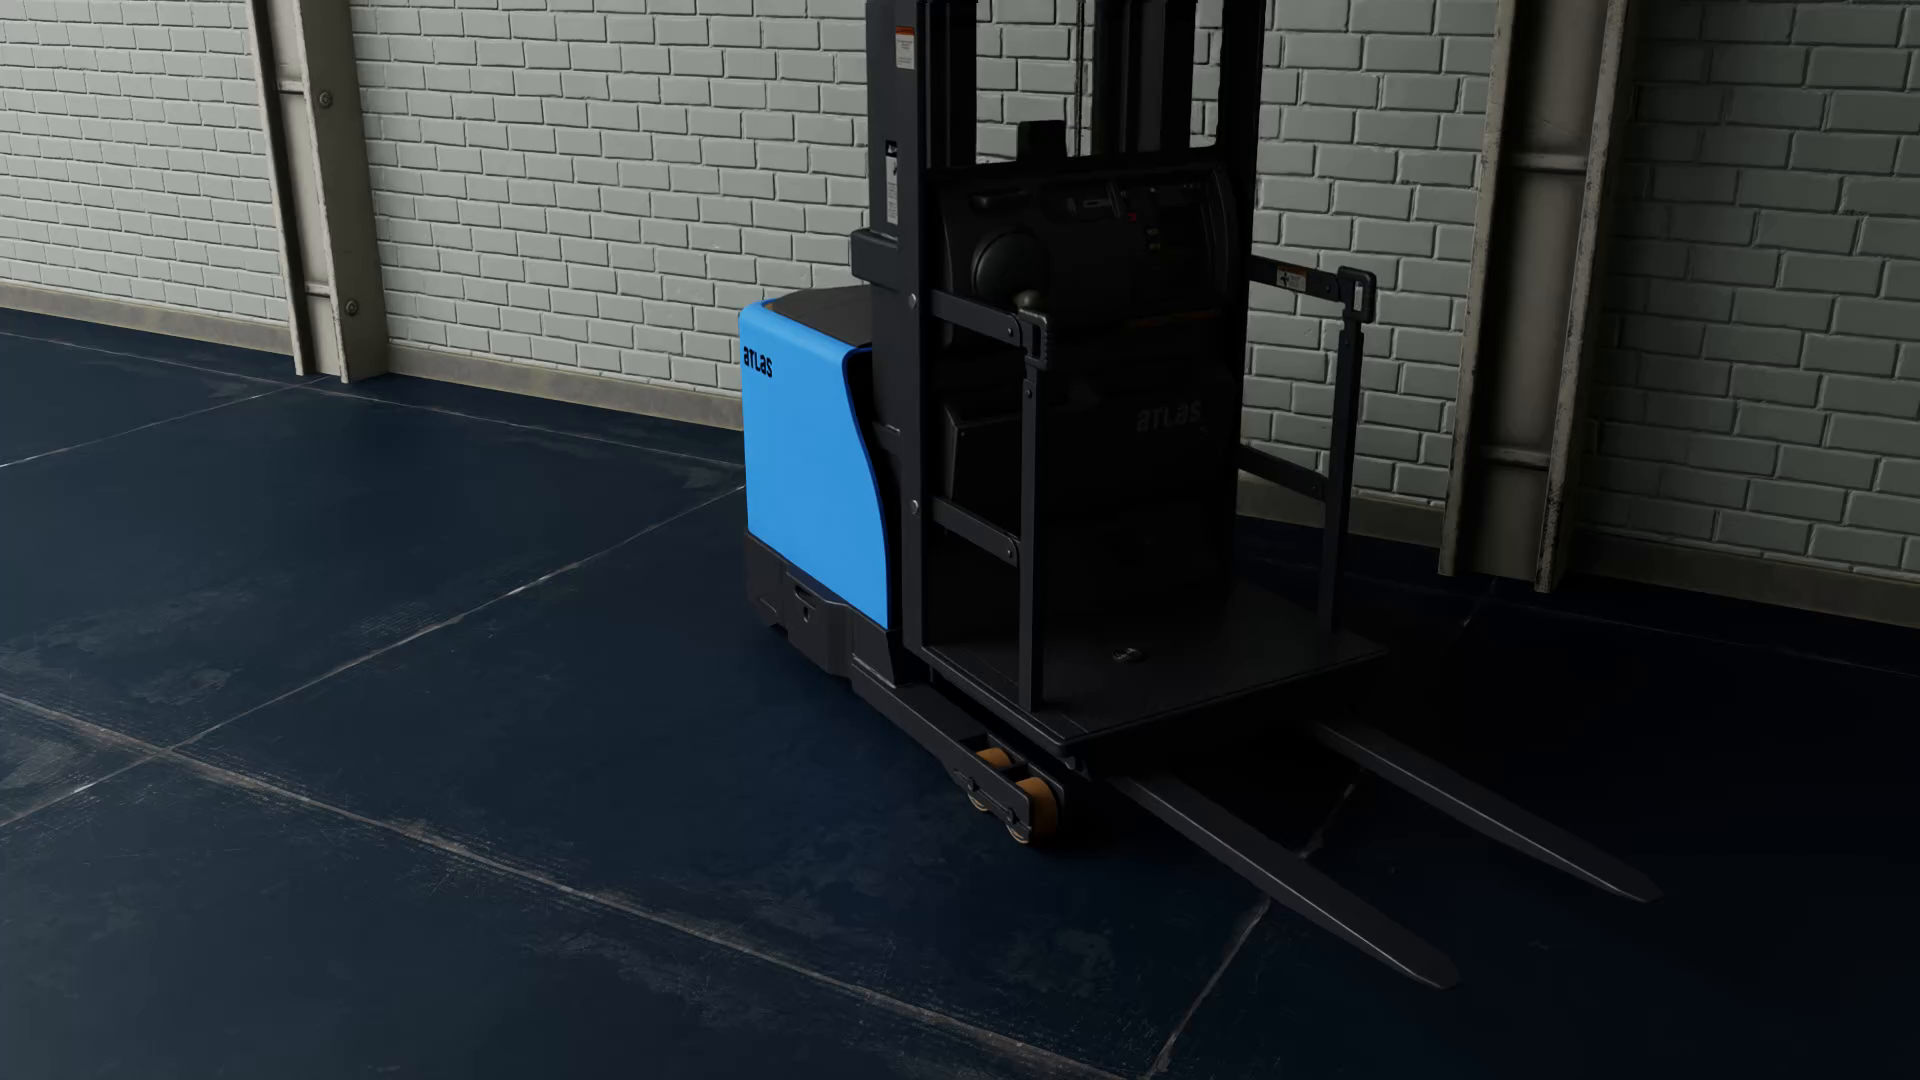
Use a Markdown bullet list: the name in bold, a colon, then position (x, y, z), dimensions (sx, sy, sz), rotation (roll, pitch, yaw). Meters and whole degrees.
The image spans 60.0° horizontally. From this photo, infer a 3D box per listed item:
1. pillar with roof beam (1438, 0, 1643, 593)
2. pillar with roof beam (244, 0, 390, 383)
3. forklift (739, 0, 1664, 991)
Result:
- **pillar with roof beam**: position (-0.121, -2.839, 0.994), dimensions (0.400, 9.000, 9.100), rotation (11, 23, 27)
- **pillar with roof beam**: position (-5.359, -3.836, 3.745), dimensions (0.400, 9.000, 9.100), rotation (11, 23, 27)
- **forklift**: position (0.464, -0.785, 4.231), dimensions (1.130, 2.935, 3.031), rotation (-12, 23, -29)
